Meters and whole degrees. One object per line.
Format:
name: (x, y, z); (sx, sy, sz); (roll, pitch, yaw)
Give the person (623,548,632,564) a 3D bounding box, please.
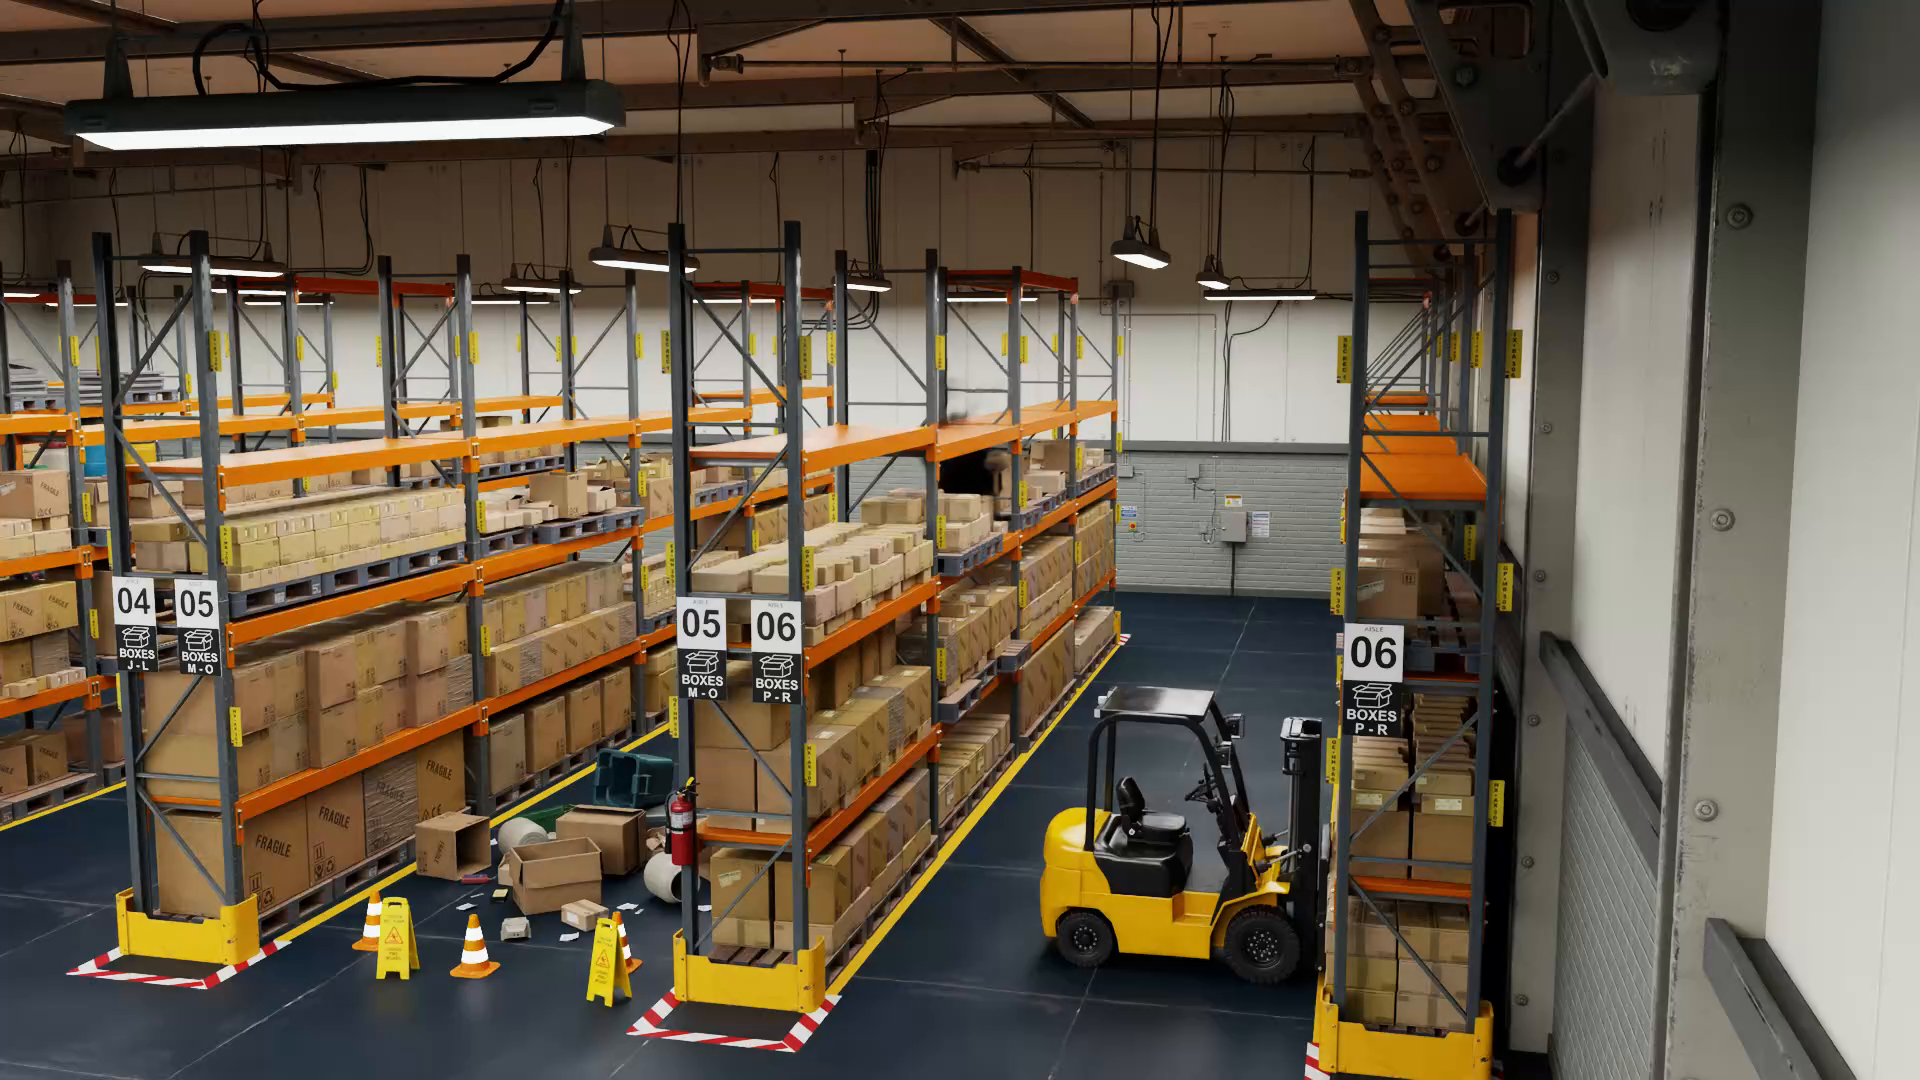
person: (-5.215, 1.022, 26.758); (0.674, 1.818, 0.910); (3, 8, 22)
